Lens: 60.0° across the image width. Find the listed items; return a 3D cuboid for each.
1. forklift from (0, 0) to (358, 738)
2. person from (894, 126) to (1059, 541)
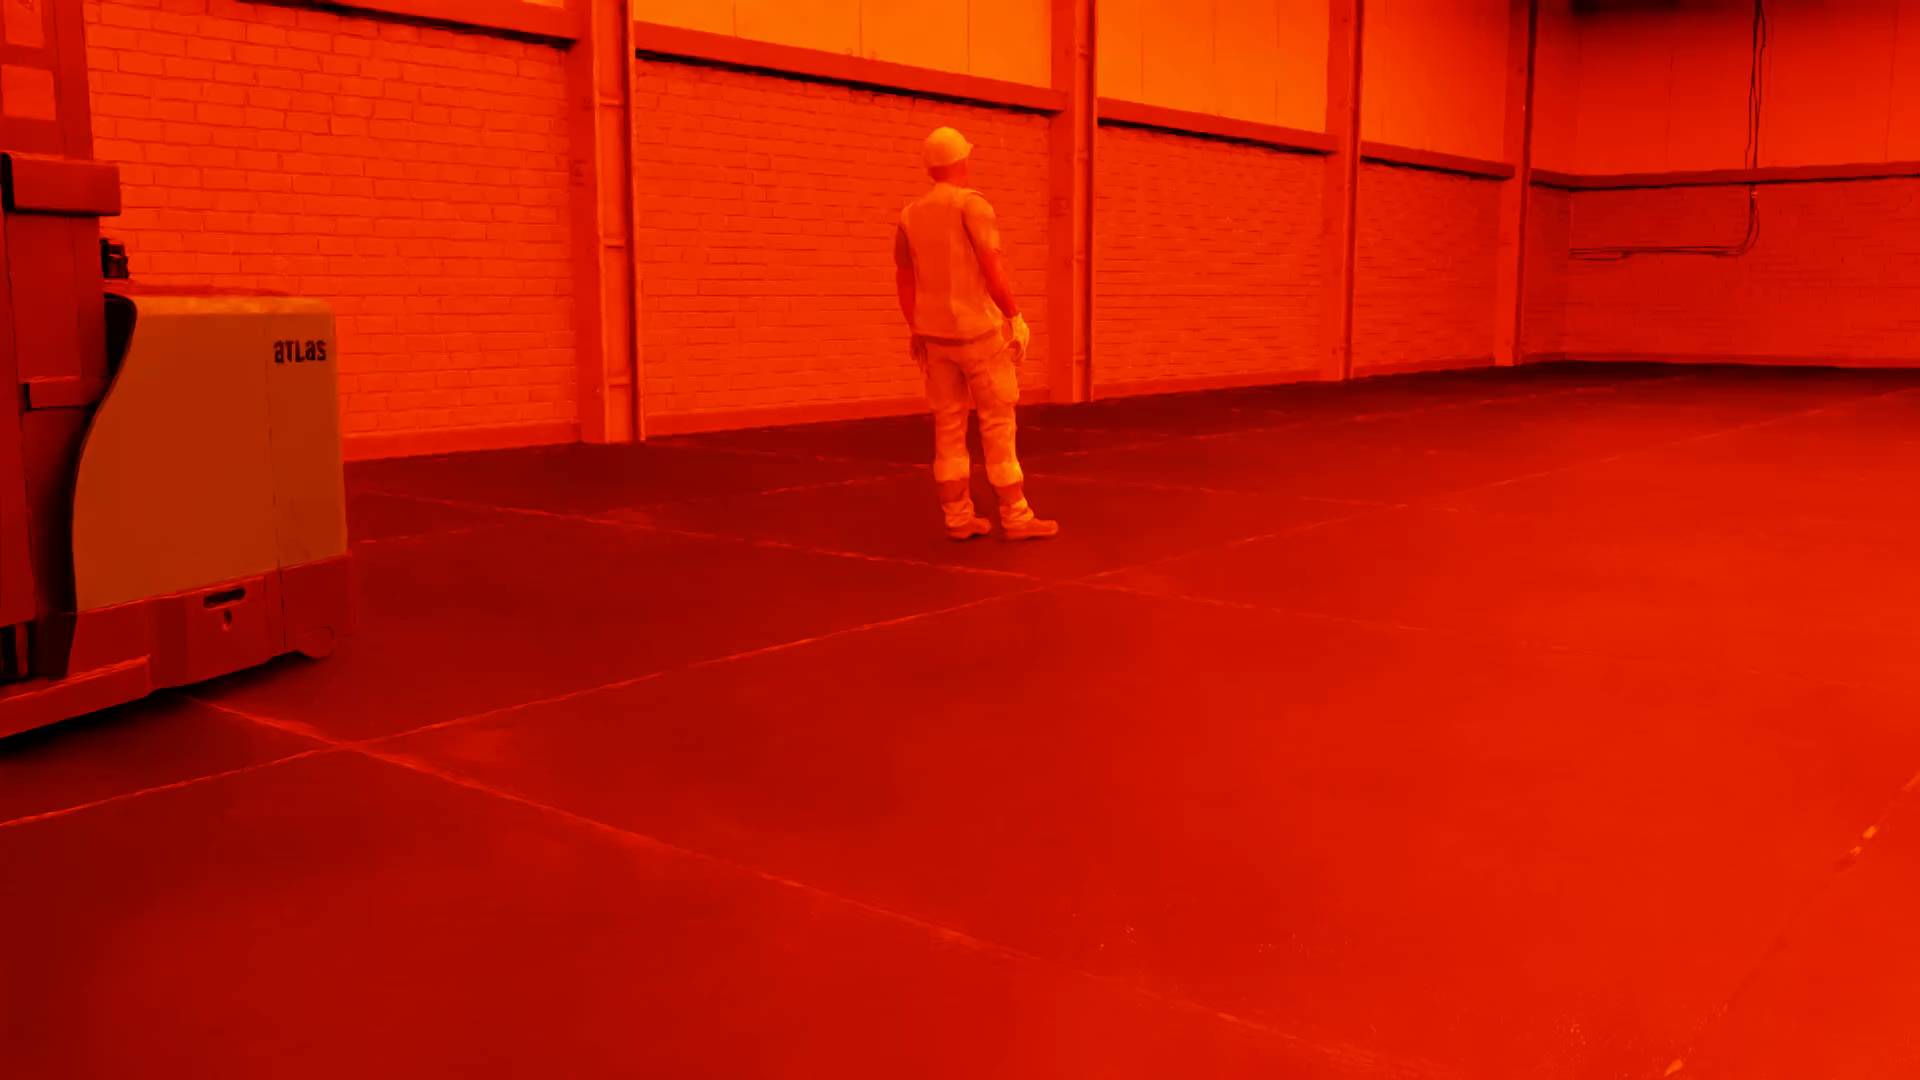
[{"bbox_3d":[-2.779,-0.927,3.620,1.130,2.935,3.031,3,9,19],"label":"forklift"},{"bbox_3d":[0.059,-0.898,7.330,0.637,1.783,0.563,7,11,38],"label":"person"}]
